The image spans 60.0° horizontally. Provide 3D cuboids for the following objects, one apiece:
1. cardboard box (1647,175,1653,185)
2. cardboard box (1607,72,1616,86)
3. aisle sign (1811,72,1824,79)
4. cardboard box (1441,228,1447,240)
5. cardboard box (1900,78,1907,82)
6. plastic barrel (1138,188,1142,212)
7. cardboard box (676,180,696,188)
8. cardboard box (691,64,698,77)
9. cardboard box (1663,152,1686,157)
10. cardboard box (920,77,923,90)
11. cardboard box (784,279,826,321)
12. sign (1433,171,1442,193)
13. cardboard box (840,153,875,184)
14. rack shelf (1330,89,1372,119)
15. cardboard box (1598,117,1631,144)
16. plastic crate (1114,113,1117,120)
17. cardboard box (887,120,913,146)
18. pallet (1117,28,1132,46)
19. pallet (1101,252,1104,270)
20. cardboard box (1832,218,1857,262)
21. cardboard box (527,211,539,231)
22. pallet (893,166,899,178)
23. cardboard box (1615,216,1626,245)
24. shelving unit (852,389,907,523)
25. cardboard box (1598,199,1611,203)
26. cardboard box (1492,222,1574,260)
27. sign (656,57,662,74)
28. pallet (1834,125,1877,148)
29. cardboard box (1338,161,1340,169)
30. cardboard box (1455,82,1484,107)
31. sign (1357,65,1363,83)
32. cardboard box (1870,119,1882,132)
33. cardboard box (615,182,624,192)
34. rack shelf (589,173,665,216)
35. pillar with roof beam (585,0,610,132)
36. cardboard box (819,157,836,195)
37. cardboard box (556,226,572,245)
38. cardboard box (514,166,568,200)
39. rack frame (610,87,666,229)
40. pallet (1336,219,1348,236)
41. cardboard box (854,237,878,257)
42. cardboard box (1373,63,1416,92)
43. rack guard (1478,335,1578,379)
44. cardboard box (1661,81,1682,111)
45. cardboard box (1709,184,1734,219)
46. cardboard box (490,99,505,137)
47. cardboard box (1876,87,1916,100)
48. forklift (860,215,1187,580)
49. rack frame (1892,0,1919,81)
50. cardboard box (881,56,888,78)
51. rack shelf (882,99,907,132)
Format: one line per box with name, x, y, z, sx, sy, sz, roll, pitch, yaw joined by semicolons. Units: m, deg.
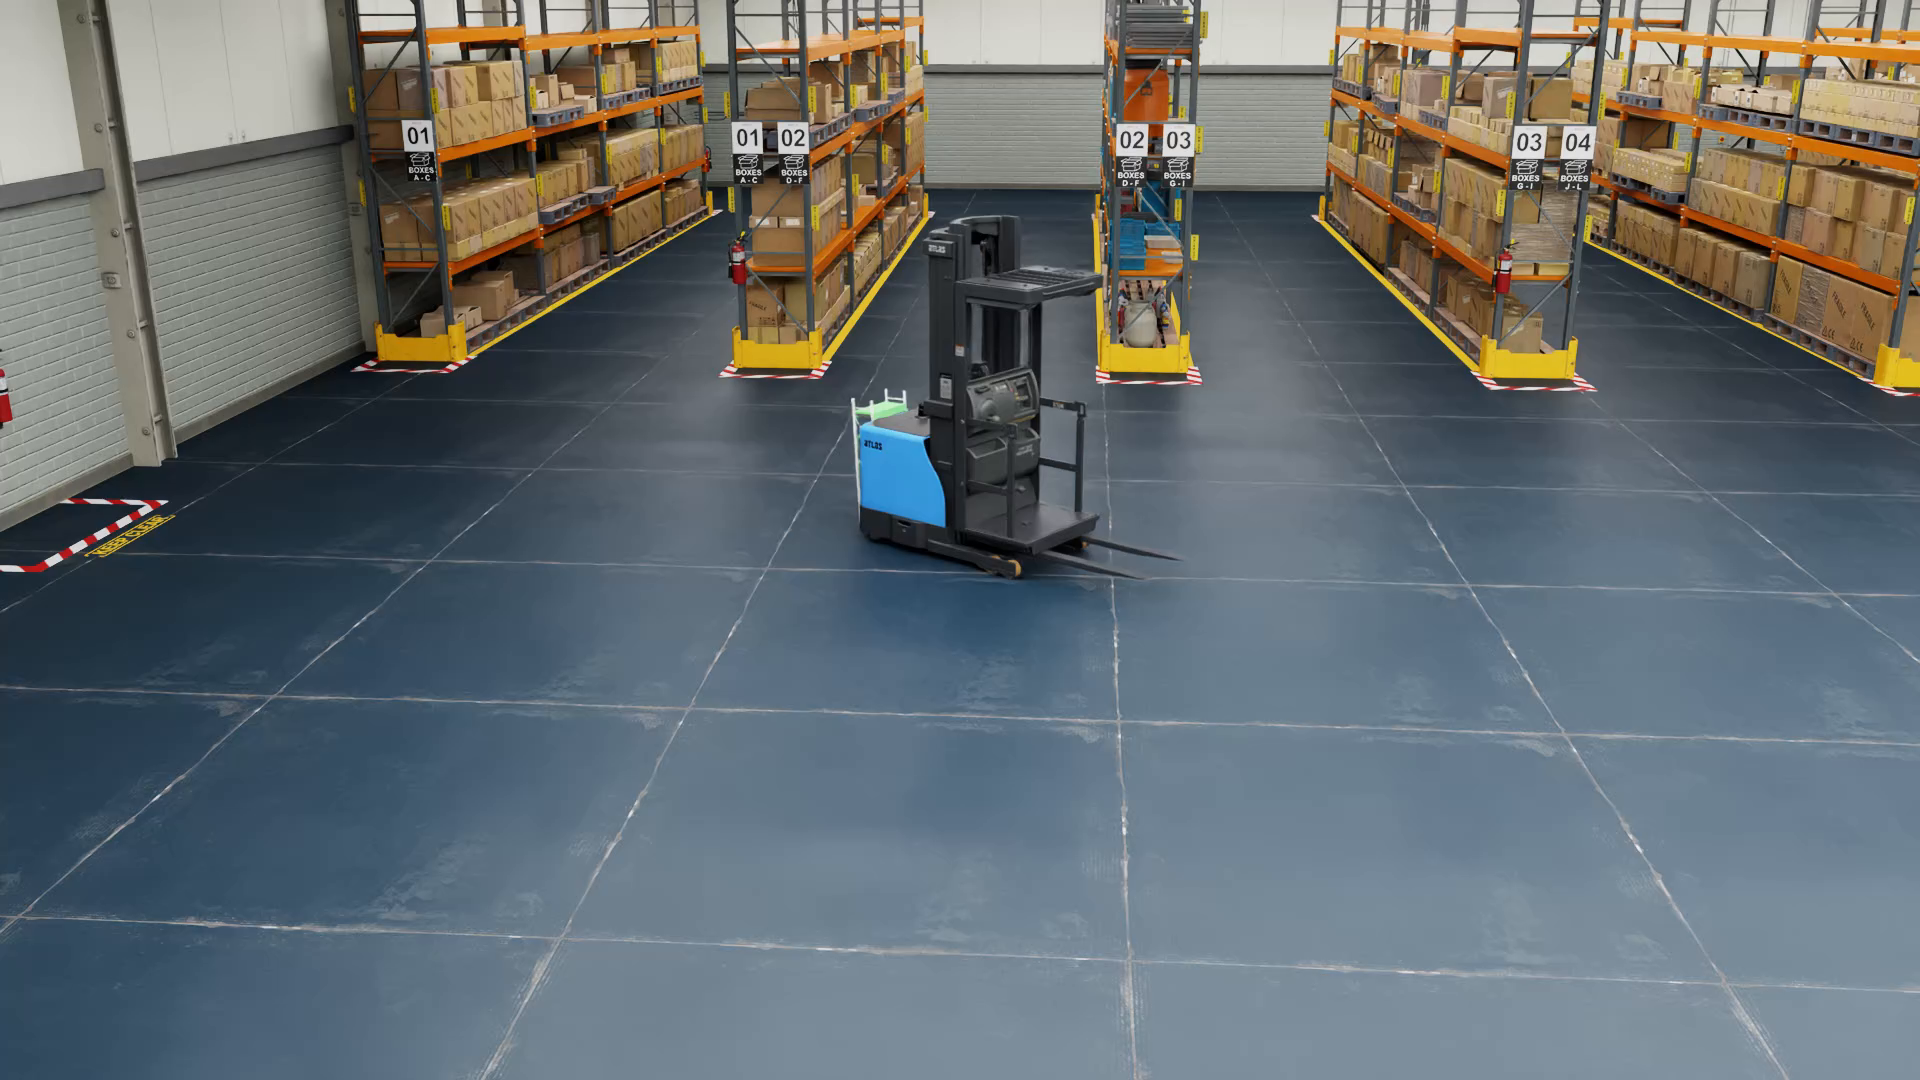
cardboard box;12.597;-6.470;29.907;0.380;0.149;0.250;0;18;1
cardboard box;13.059;-9.053;32.681;0.500;0.250;0.500;1;18;2
aisle sign;18.178;-9.578;35.489;0.394;0.787;0.004;1;18;4
cardboard box;7.371;-4.551;24.726;0.380;0.149;0.250;1;18;4
cardboard box;17.790;-8.485;31.052;0.396;0.266;0.258;1;18;3
plastic barrel;3.117;-5.503;27.010;0.433;0.535;0.433;0;18;0
cardboard box;-6.040;-7.844;36.669;0.380;0.149;0.250;2;18;5
cardboard box;-6.032;-10.235;36.256;0.500;0.250;0.500;2;18;6
cardboard box;13.339;-7.139;30.994;0.380;0.149;0.250;1;18;4
cardboard box;-1.077;-9.946;36.210;0.500;0.250;0.500;1;18;4
cardboard box;-2.156;-3.354;23.207;0.500;0.500;0.500;1;18;4
sign;7.163;-5.370;24.961;0.100;0.325;0.005;1;18;4
cardboard box;-1.944;-6.718;30.100;0.700;0.500;0.500;-5;19;-15
rack shelf;8.434;-8.997;34.230;1.077;0.370;4.000;1;18;4
cardboard box;13.026;-8.127;32.992;0.500;0.500;0.500;1;18;2
plastic crate;2.326;-5.693;23.016;0.392;0.384;0.575;1;18;4
cardboard box;-1.239;-8.338;34.113;0.500;0.500;0.500;1;18;2
pallet;2.661;-6.853;22.659;1.003;0.211;1.213;1;18;4
pallet;3.078;-5.082;30.420;1.003;0.211;1.213;1;18;4
cardboard box;12.531;-4.119;22.763;0.875;0.550;0.500;1;18;4
cardboard box;-6.836;-4.924;25.669;0.500;0.250;0.500;1;18;4
pallet;-1.756;-7.178;32.647;1.003;0.211;1.213;1;18;4
cardboard box;12.913;-5.939;31.897;0.500;0.500;0.500;2;18;6
shelving unit;-0.731;-0.780;15.680;0.258;1.200;0.503;9;20;35
cardboard box;13.683;-7.111;35.084;0.380;0.149;0.250;1;18;2
cardboard box;7.497;-3.925;21.773;0.875;0.500;0.500;1;18;4
sign;-5.989;-9.436;33.077;0.100;0.325;0.005;1;18;4
pallet;12.498;-5.418;22.291;1.003;0.211;1.213;1;18;4
cardboard box;8.114;-7.835;34.748;0.380;0.149;0.250;1;18;3
cardboard box;7.849;-6.626;24.997;0.797;0.503;0.637;0;18;1
sign;7.737;-9.013;32.166;0.100;0.325;0.005;1;18;4
cardboard box;12.129;-5.404;21.676;0.380;0.149;0.250;1;18;3
cardboard box;-6.433;-6.528;30.727;0.380;0.149;0.250;2;18;6
rack shelf;-6.675;-6.661;31.918;1.077;0.370;4.000;1;18;4
pillar with roof beam;-3.050;-10.616;33.196;9.100;9.000;0.400;1;18;4
cardboard box;-2.224;-5.400;24.667;0.700;0.500;0.500;1;18;4
cardboard box;-6.953;-5.199;28.404;0.500;0.250;0.500;1;18;4
cardboard box;-6.971;-5.932;27.670;0.700;0.500;0.500;4;19;11
rack frame;-6.531;-7.624;33.701;1.000;3.000;0.127;1;18;4
pallet;8.508;-6.582;34.998;1.003;0.211;1.213;1;18;4
cardboard box;-1.700;-5.102;28.845;0.500;0.311;0.500;1;18;3
cardboard box;8.259;-8.785;31.591;0.700;0.500;0.500;2;18;5
rack guard;7.436;-2.402;21.776;1.175;0.500;0.348;1;18;4
cardboard box;12.794;-7.875;29.488;0.500;0.500;0.500;1;18;4
cardboard box;12.572;-5.508;27.081;0.500;0.500;0.500;1;18;4
cardboard box;-6.945;-6.130;24.131;0.500;0.500;0.500;1;18;2
cardboard box;12.130;-5.783;21.552;0.380;0.149;0.250;1;18;4
forklift;0.540;-1.243;14.336;3.031;2.935;1.130;14;23;37
rack frame;18.175;-9.922;31.080;1.000;3.000;0.127;1;18;4
cardboard box;-1.700;-9.080;32.332;0.600;0.600;0.600;0;18;-1
rack shelf;-1.733;-7.977;31.117;1.077;0.370;4.000;1;18;4
